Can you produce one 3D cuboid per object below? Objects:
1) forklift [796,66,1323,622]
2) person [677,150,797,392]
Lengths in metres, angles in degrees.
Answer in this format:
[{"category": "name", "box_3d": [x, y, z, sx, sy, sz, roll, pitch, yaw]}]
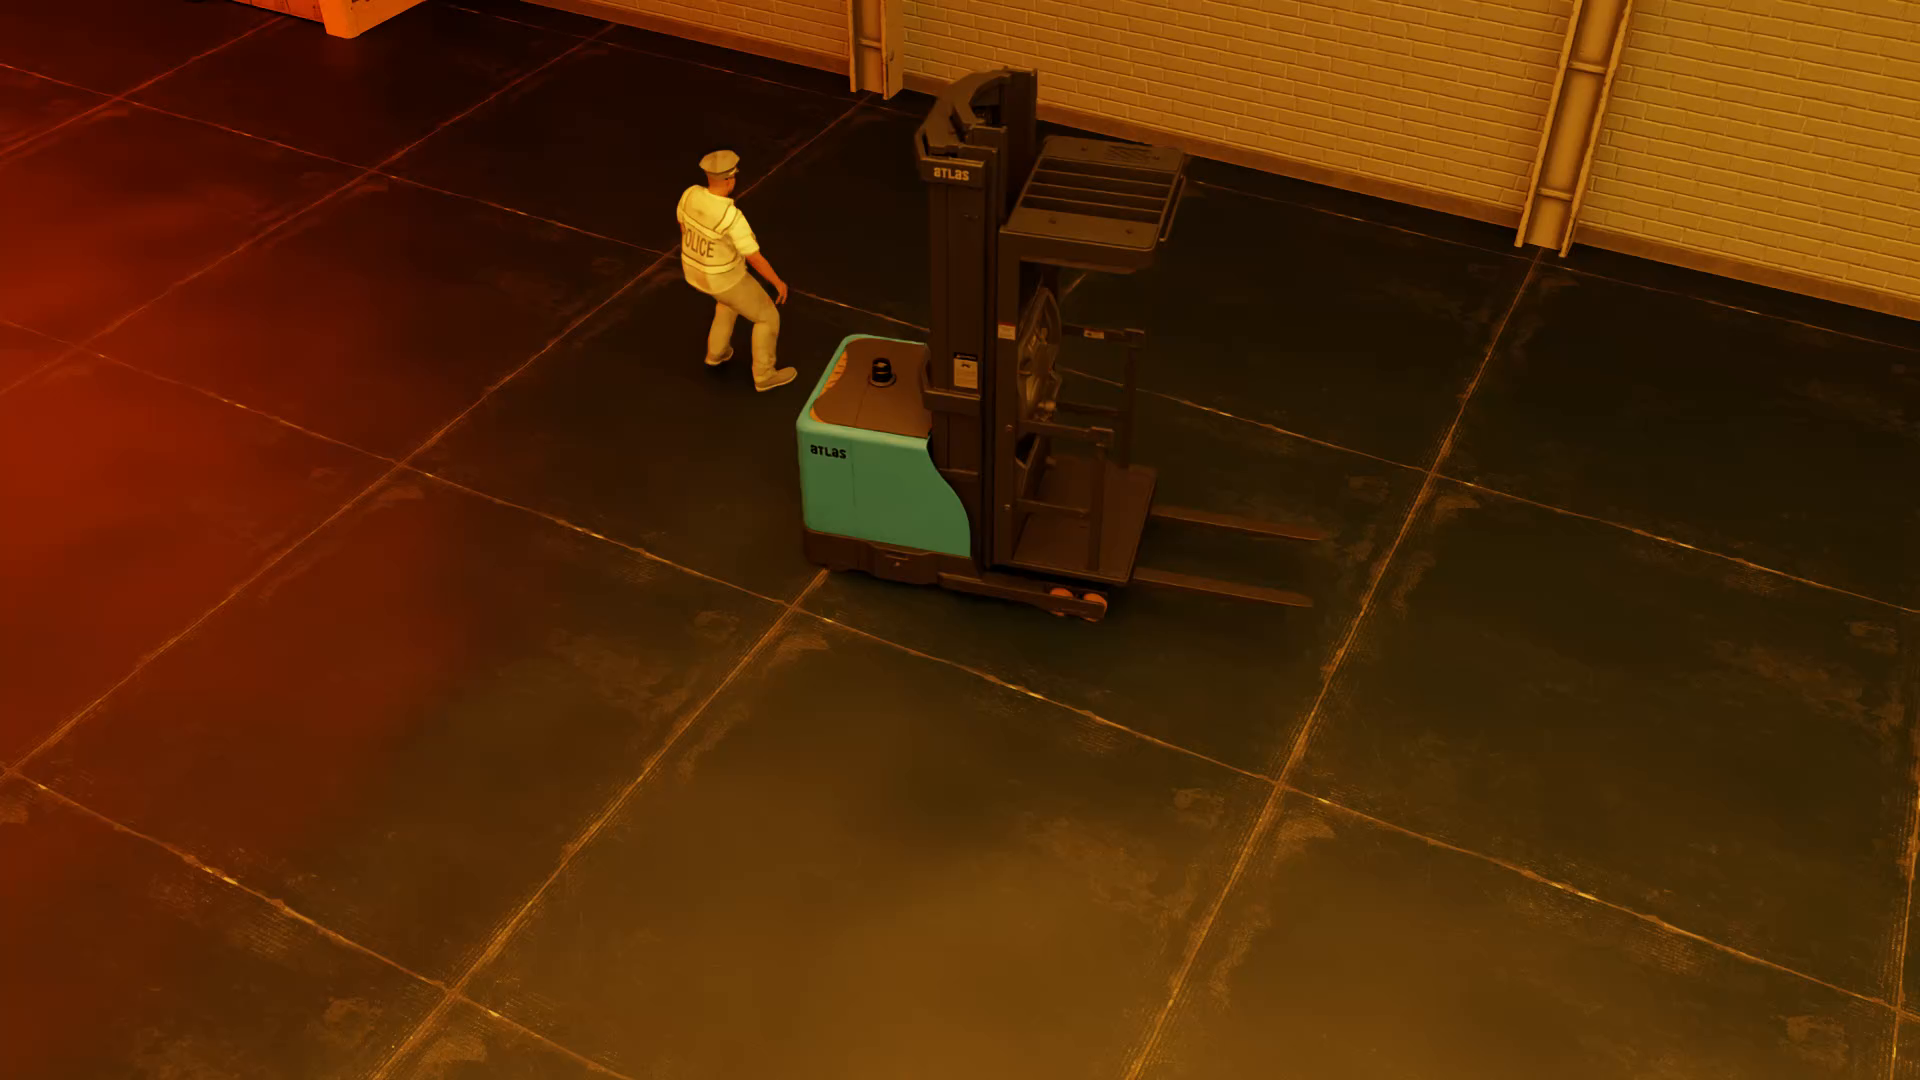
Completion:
[{"category": "forklift", "box_3d": [0.625, -1.027, 9.206, 3.031, 2.935, 1.130, 10, 41, 11]}, {"category": "person", "box_3d": [-1.525, -1.798, 11.090, 0.736, 1.668, 0.502, 29, 48, 30]}]
